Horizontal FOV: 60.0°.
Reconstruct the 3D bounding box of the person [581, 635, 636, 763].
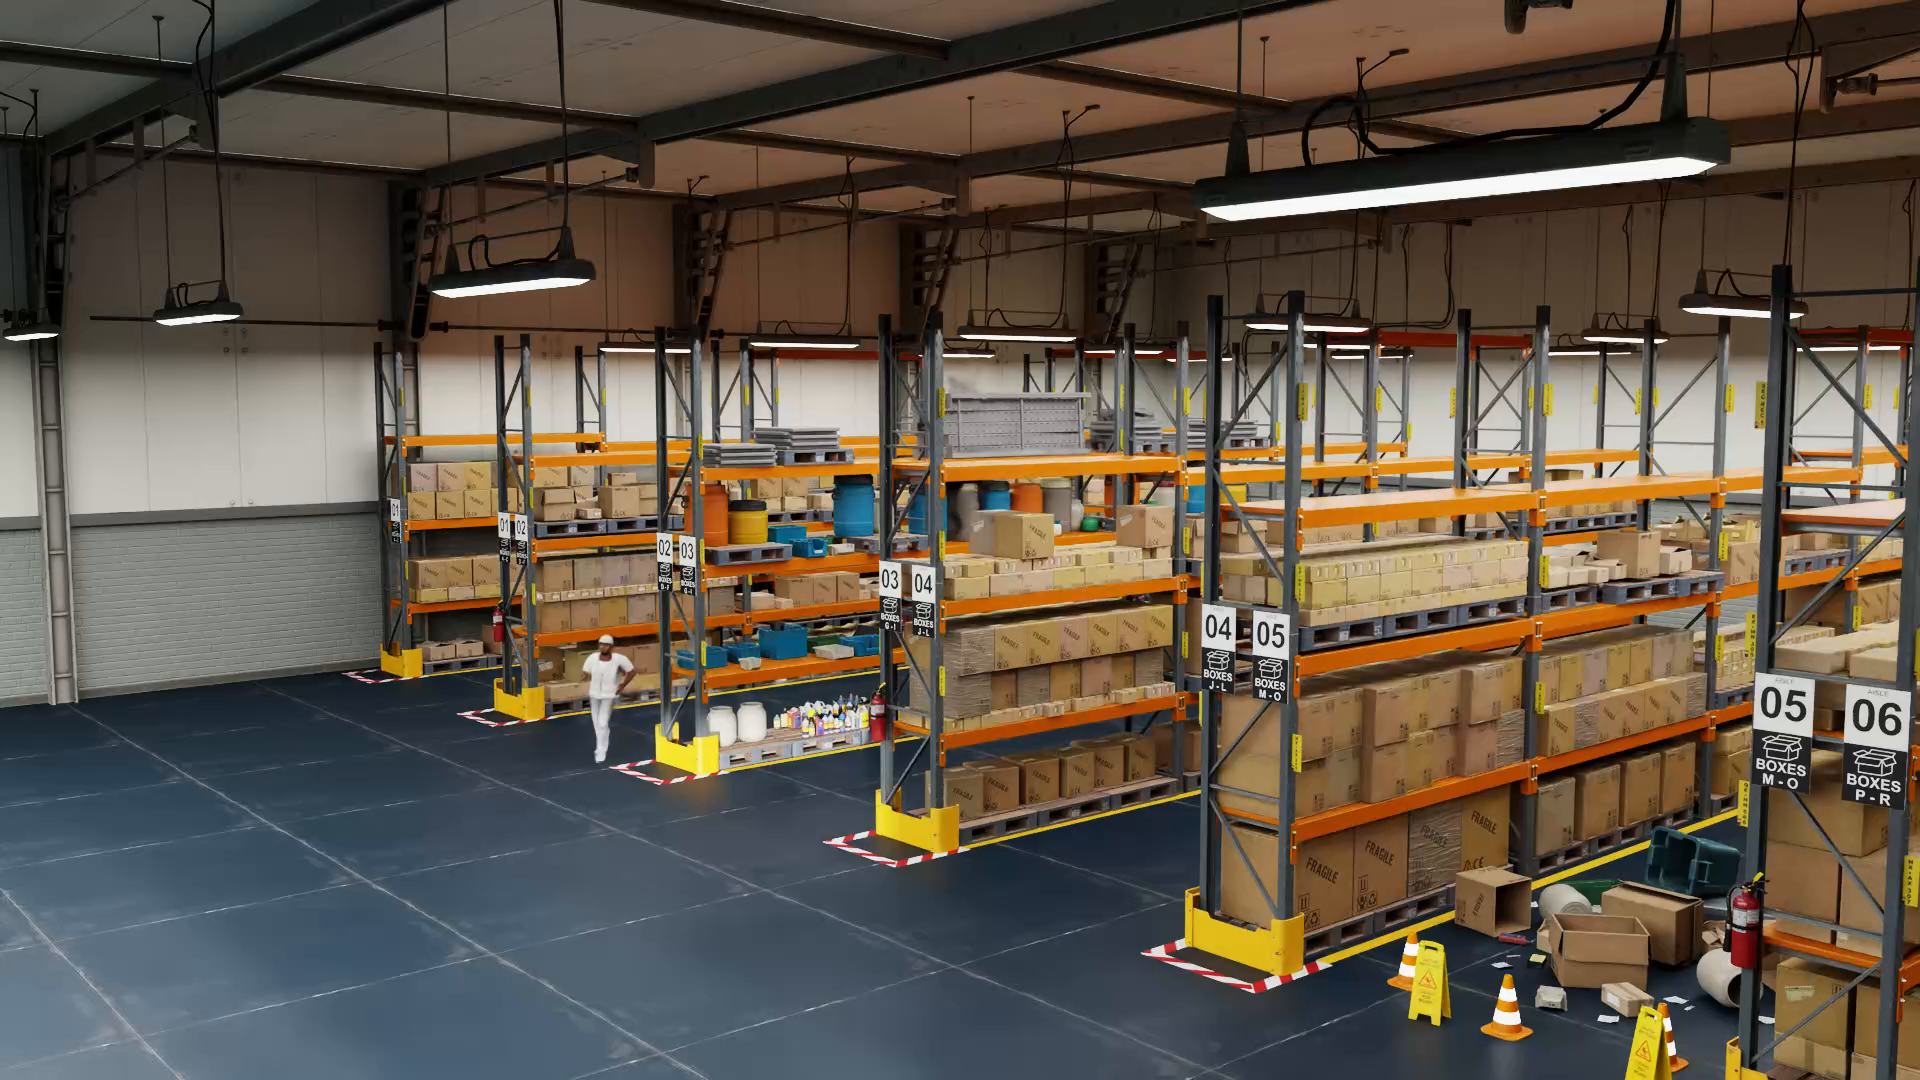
[{"bbox_3d":[-4.922,2.206,23.083,0.696,1.810,0.719,1,5,13],"label":"person"}]
